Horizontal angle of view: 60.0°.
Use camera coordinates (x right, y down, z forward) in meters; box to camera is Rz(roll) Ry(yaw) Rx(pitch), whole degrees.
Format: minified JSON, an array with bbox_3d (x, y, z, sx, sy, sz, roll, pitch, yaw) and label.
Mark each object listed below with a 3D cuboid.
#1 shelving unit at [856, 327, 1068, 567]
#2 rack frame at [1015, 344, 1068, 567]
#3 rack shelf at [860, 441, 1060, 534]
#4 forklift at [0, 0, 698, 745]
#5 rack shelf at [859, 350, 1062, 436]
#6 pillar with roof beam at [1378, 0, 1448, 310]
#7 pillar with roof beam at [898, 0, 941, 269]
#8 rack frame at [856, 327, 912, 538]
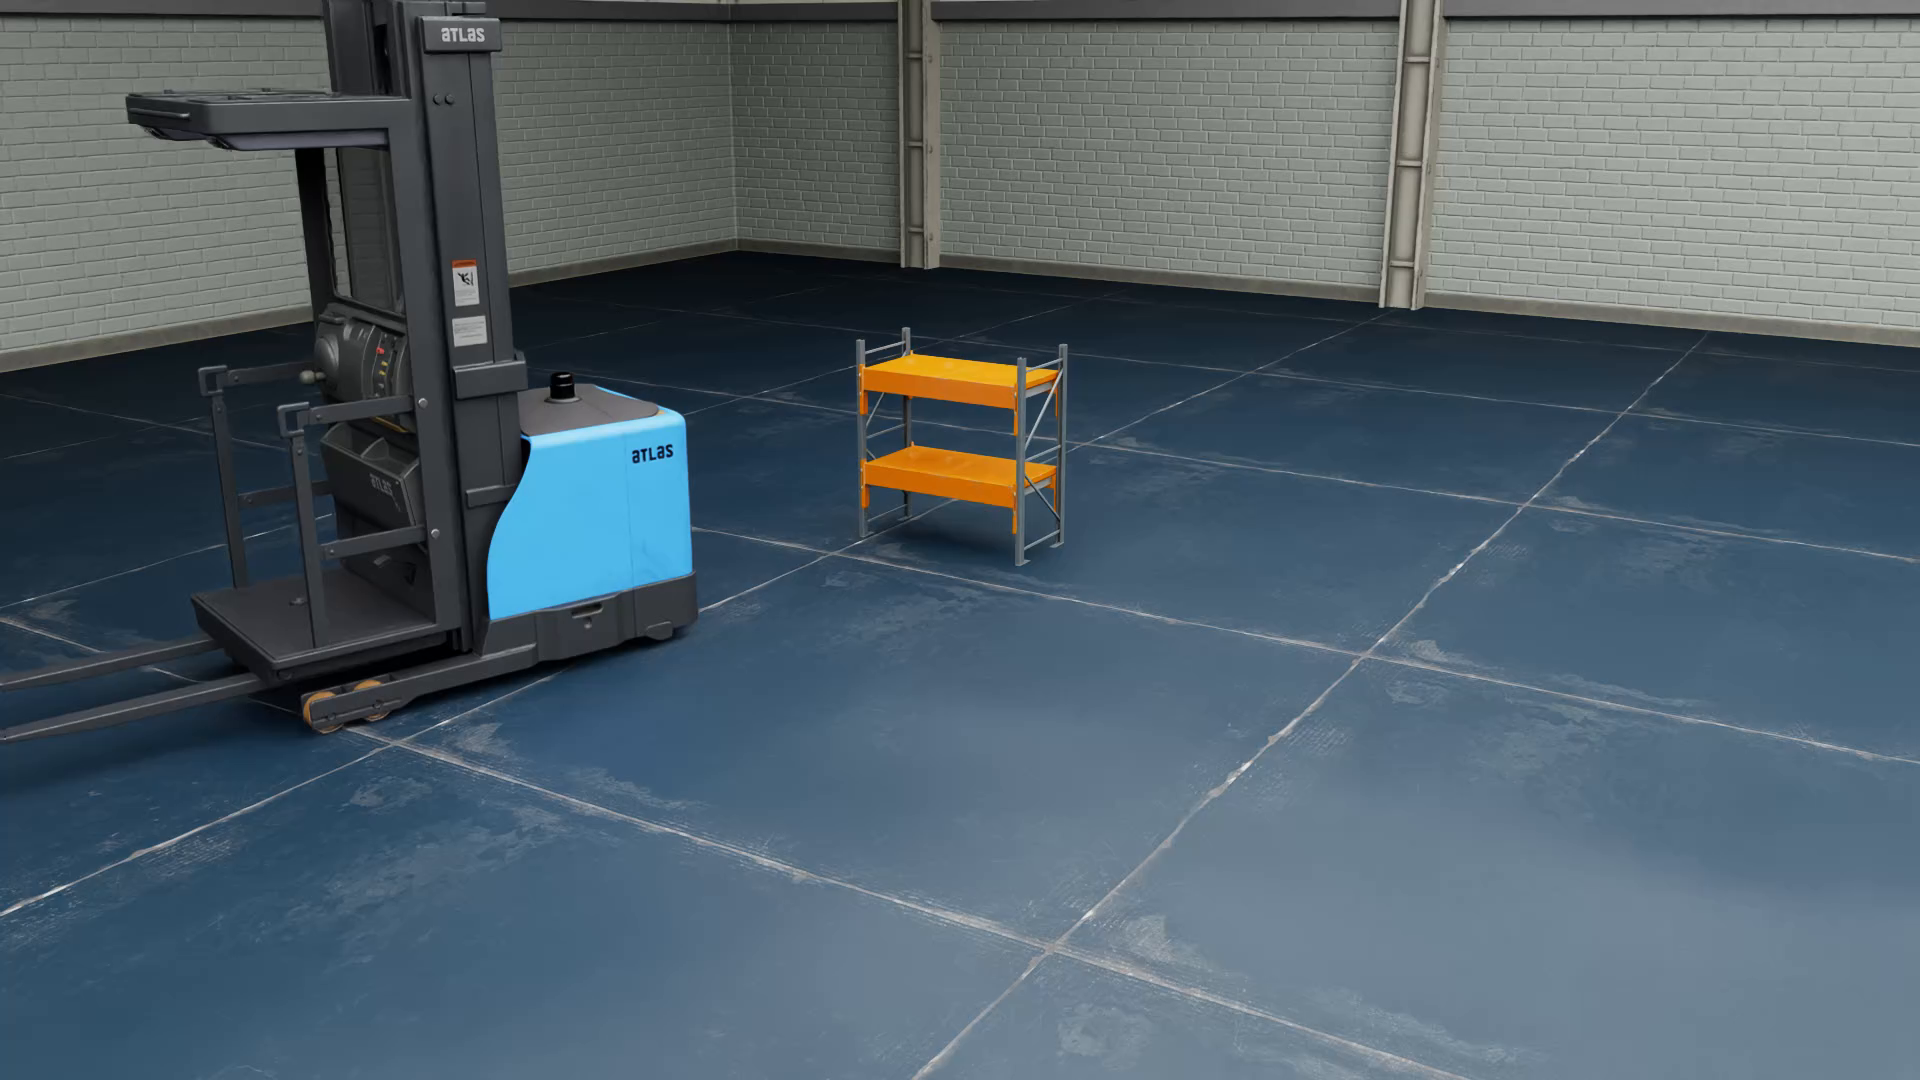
[{"bbox_3d":[0.006,-0.537,9.214,1.048,1.125,0.538,10,20,30],"label":"shelving unit"},{"bbox_3d":[0.439,-0.460,8.960,0.032,1.125,0.500,10,20,30],"label":"rack frame"},{"bbox_3d":[0.006,-0.303,9.285,1.000,0.278,0.538,10,20,30],"label":"rack shelf"},{"bbox_3d":[-2.698,-0.787,6.928,3.031,2.935,1.130,-14,22,-38],"label":"forklift"},{"bbox_3d":[0.006,-0.817,9.129,1.000,0.278,0.538,10,20,30],"label":"rack shelf"},{"bbox_3d":[2.375,-5.685,12.615,0.400,9.000,9.100,10,20,30],"label":"pillar with roof beam"},{"bbox_3d":[-2.738,-6.598,15.620,0.400,9.000,9.100,10,20,30],"label":"pillar with roof beam"},{"bbox_3d":[-0.427,-0.615,9.469,0.032,1.125,0.500,10,20,30],"label":"rack frame"}]
